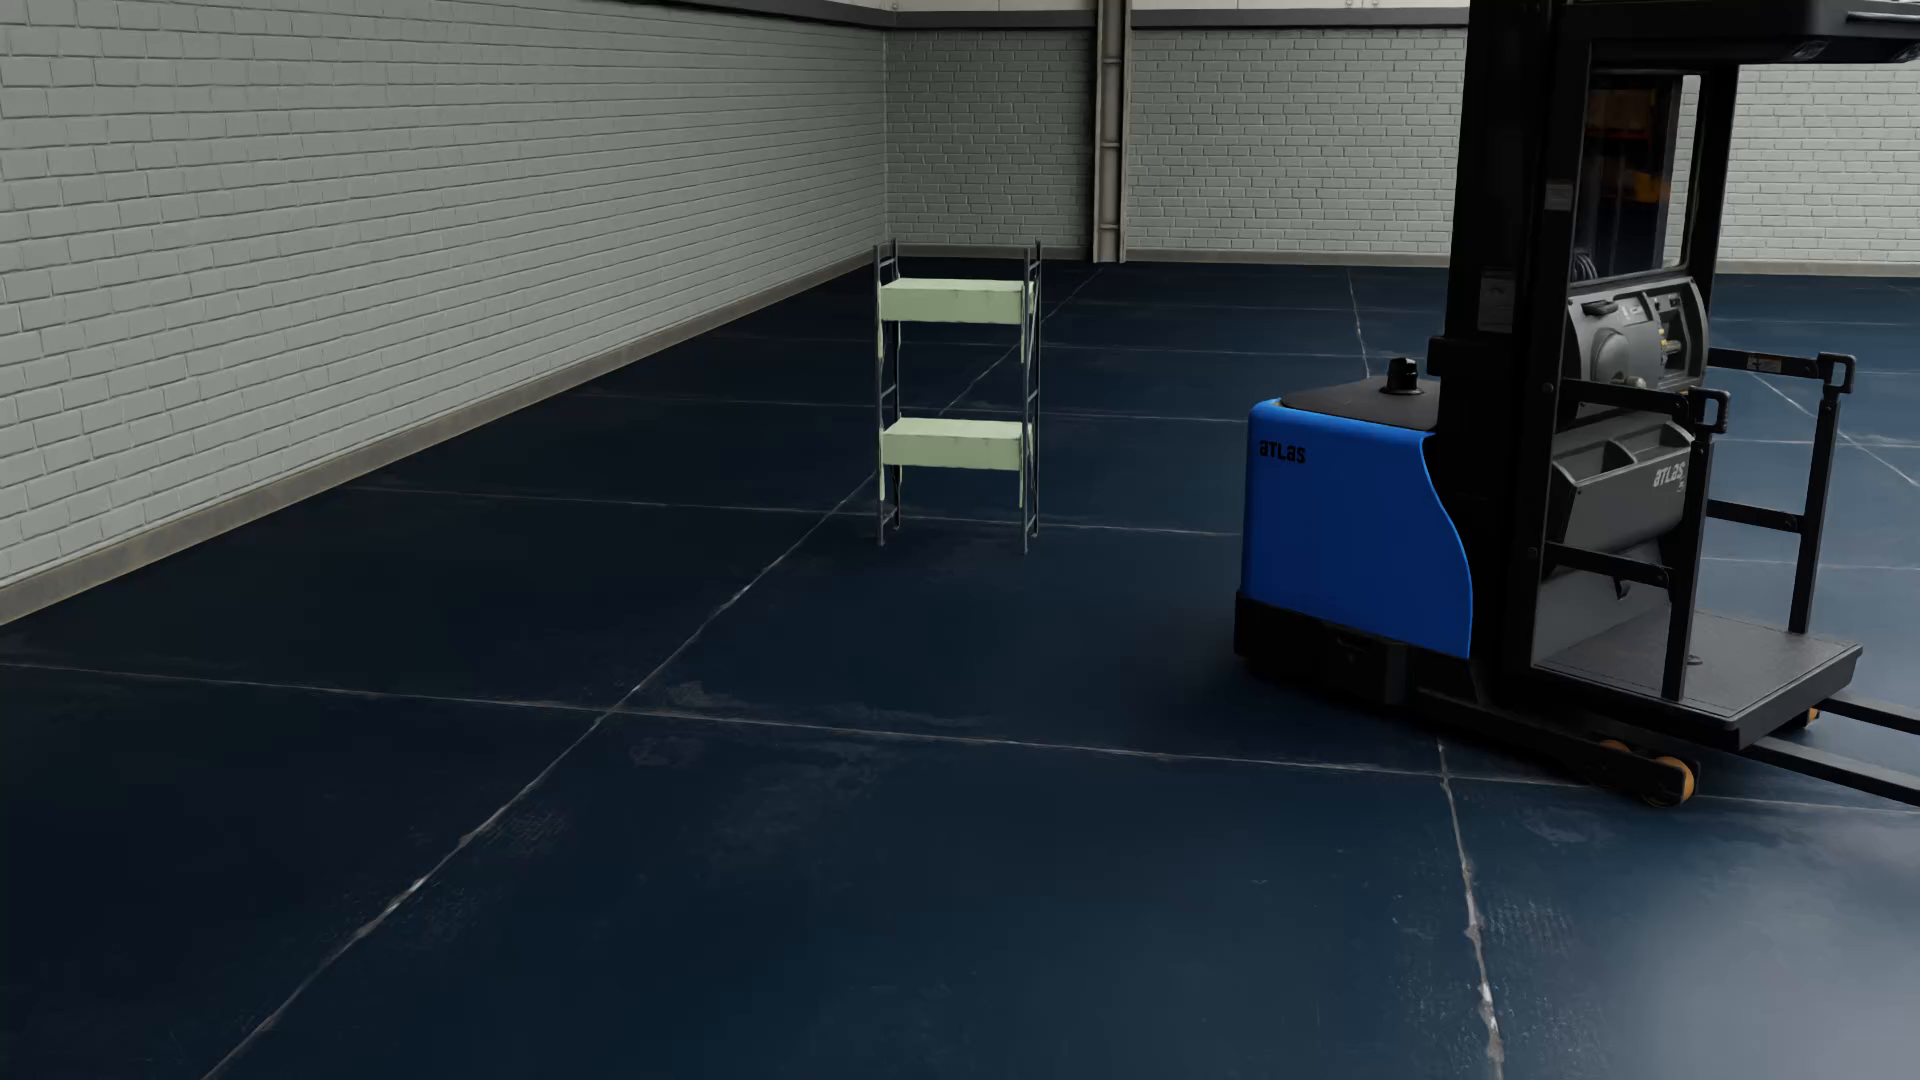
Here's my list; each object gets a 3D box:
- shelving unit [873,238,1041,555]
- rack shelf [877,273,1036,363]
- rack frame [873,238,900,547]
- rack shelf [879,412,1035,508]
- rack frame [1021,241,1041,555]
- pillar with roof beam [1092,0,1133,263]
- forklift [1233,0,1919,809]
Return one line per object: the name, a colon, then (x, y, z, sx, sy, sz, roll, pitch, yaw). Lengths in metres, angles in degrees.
shelving unit: (-0.007, -0.723, 8.293, 0.755, 1.500, 0.431, 3, 16, 11)
rack shelf: (-0.007, -1.099, 8.189, 0.720, 0.370, 0.431, 3, 16, 11)
rack frame: (-0.365, -0.743, 8.363, 0.023, 1.500, 0.400, 3, 16, 11)
rack shelf: (-0.007, -0.409, 8.380, 0.720, 0.370, 0.431, 3, 16, 11)
rack frame: (0.352, -0.704, 8.223, 0.023, 1.500, 0.400, 3, 16, 11)
pillar with roof beam: (1.068, -6.807, 16.208, 0.400, 9.000, 9.100, 3, 16, 11)
forklift: (2.457, -0.699, 5.525, 1.130, 2.935, 3.031, -14, 21, -41)
